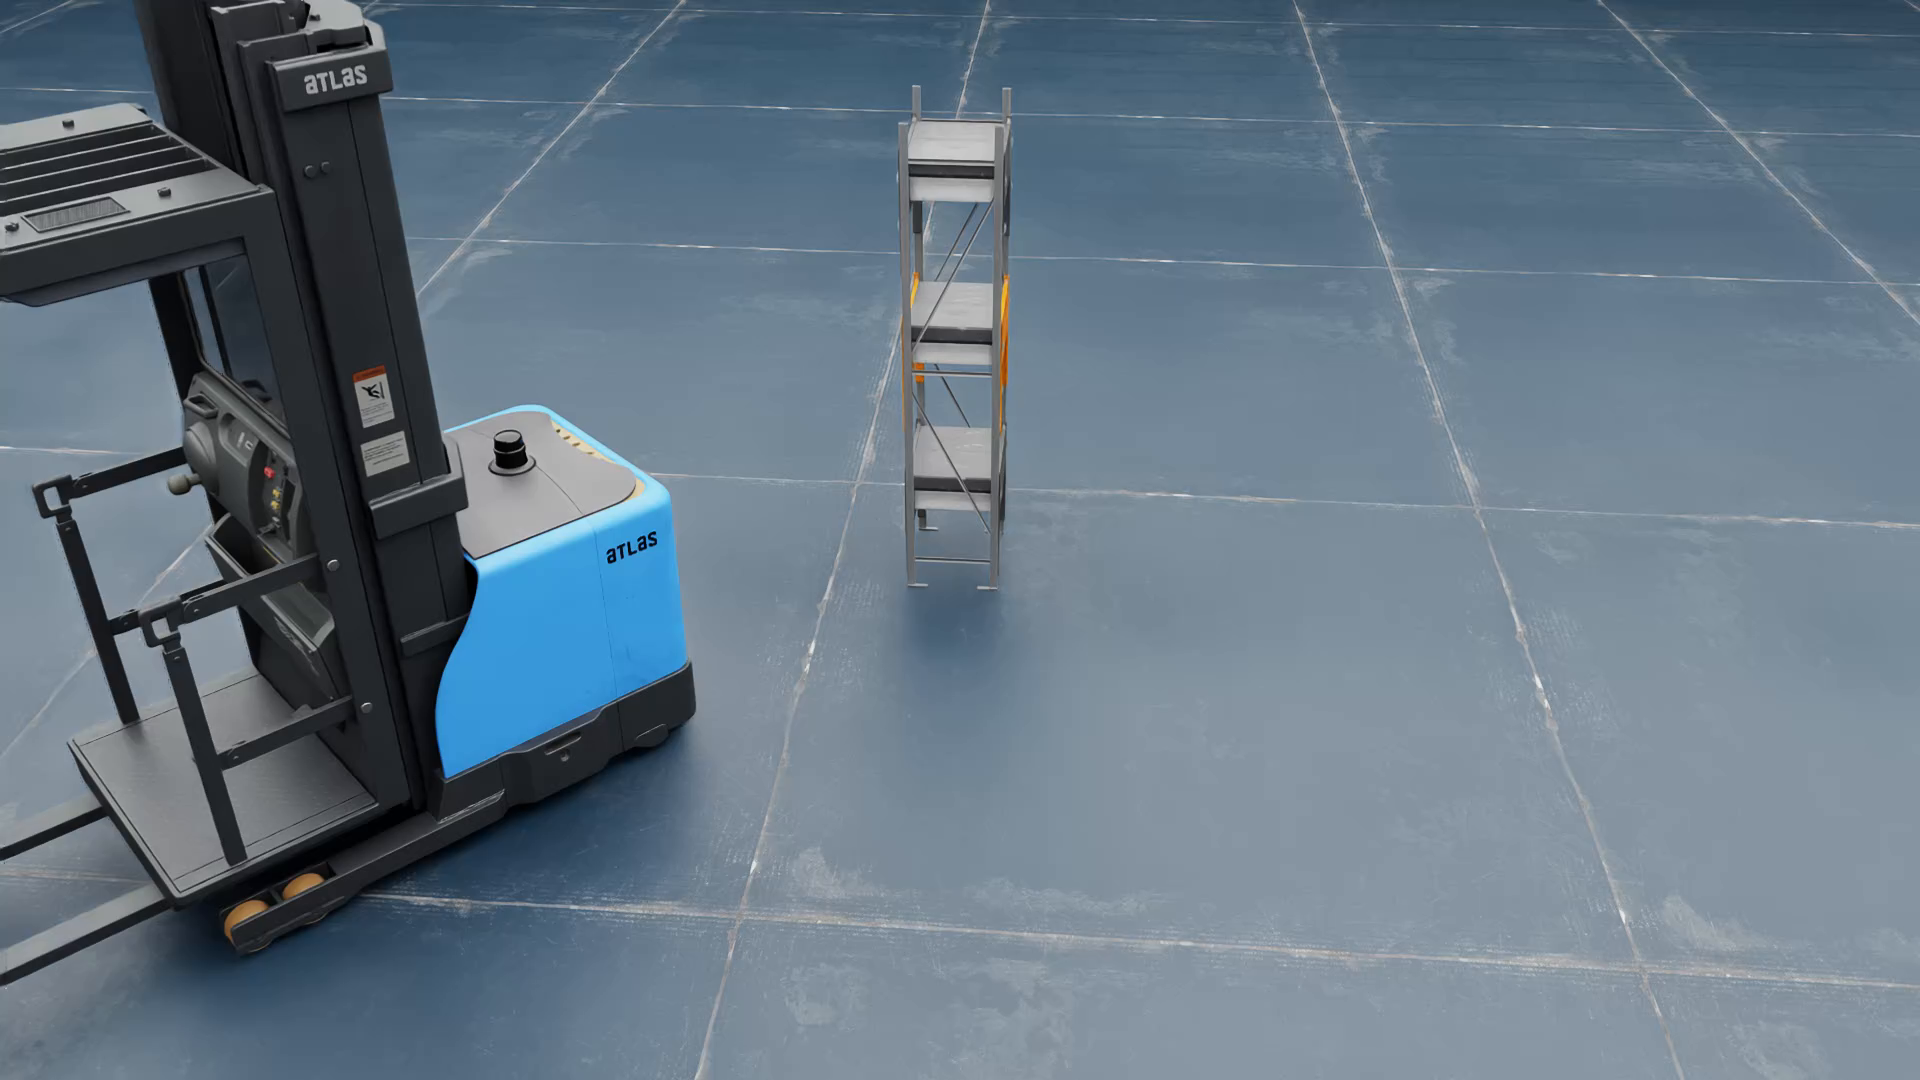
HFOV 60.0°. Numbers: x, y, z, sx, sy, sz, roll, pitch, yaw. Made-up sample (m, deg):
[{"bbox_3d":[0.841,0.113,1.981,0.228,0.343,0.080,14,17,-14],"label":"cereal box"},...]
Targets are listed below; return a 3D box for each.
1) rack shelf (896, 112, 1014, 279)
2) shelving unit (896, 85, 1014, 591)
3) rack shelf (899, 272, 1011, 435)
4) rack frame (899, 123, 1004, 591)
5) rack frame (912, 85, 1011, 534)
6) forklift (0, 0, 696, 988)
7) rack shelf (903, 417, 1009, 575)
[{"bbox_3d":[-0.014,-1.392,6.699,0.431,0.518,0.480,2,32,4],"label":"rack shelf"},{"bbox_3d":[-0.013,-0.807,7.059,0.431,2.100,0.503,2,32,4],"label":"shelving unit"},{"bbox_3d":[-0.013,-0.796,7.066,0.431,0.518,0.480,2,32,4],"label":"rack shelf"},{"bbox_3d":[-0.033,-0.680,6.852,0.400,2.100,0.015,2,32,4],"label":"rack frame"},{"bbox_3d":[0.006,-0.935,7.266,0.400,2.100,0.015,2,32,4],"label":"rack frame"},{"bbox_3d":[-2.472,-0.191,5.266,3.031,2.935,1.130,-25,40,-35],"label":"forklift"},{"bbox_3d":[-0.013,-0.200,7.433,0.431,0.518,0.480,2,32,4],"label":"rack shelf"}]
